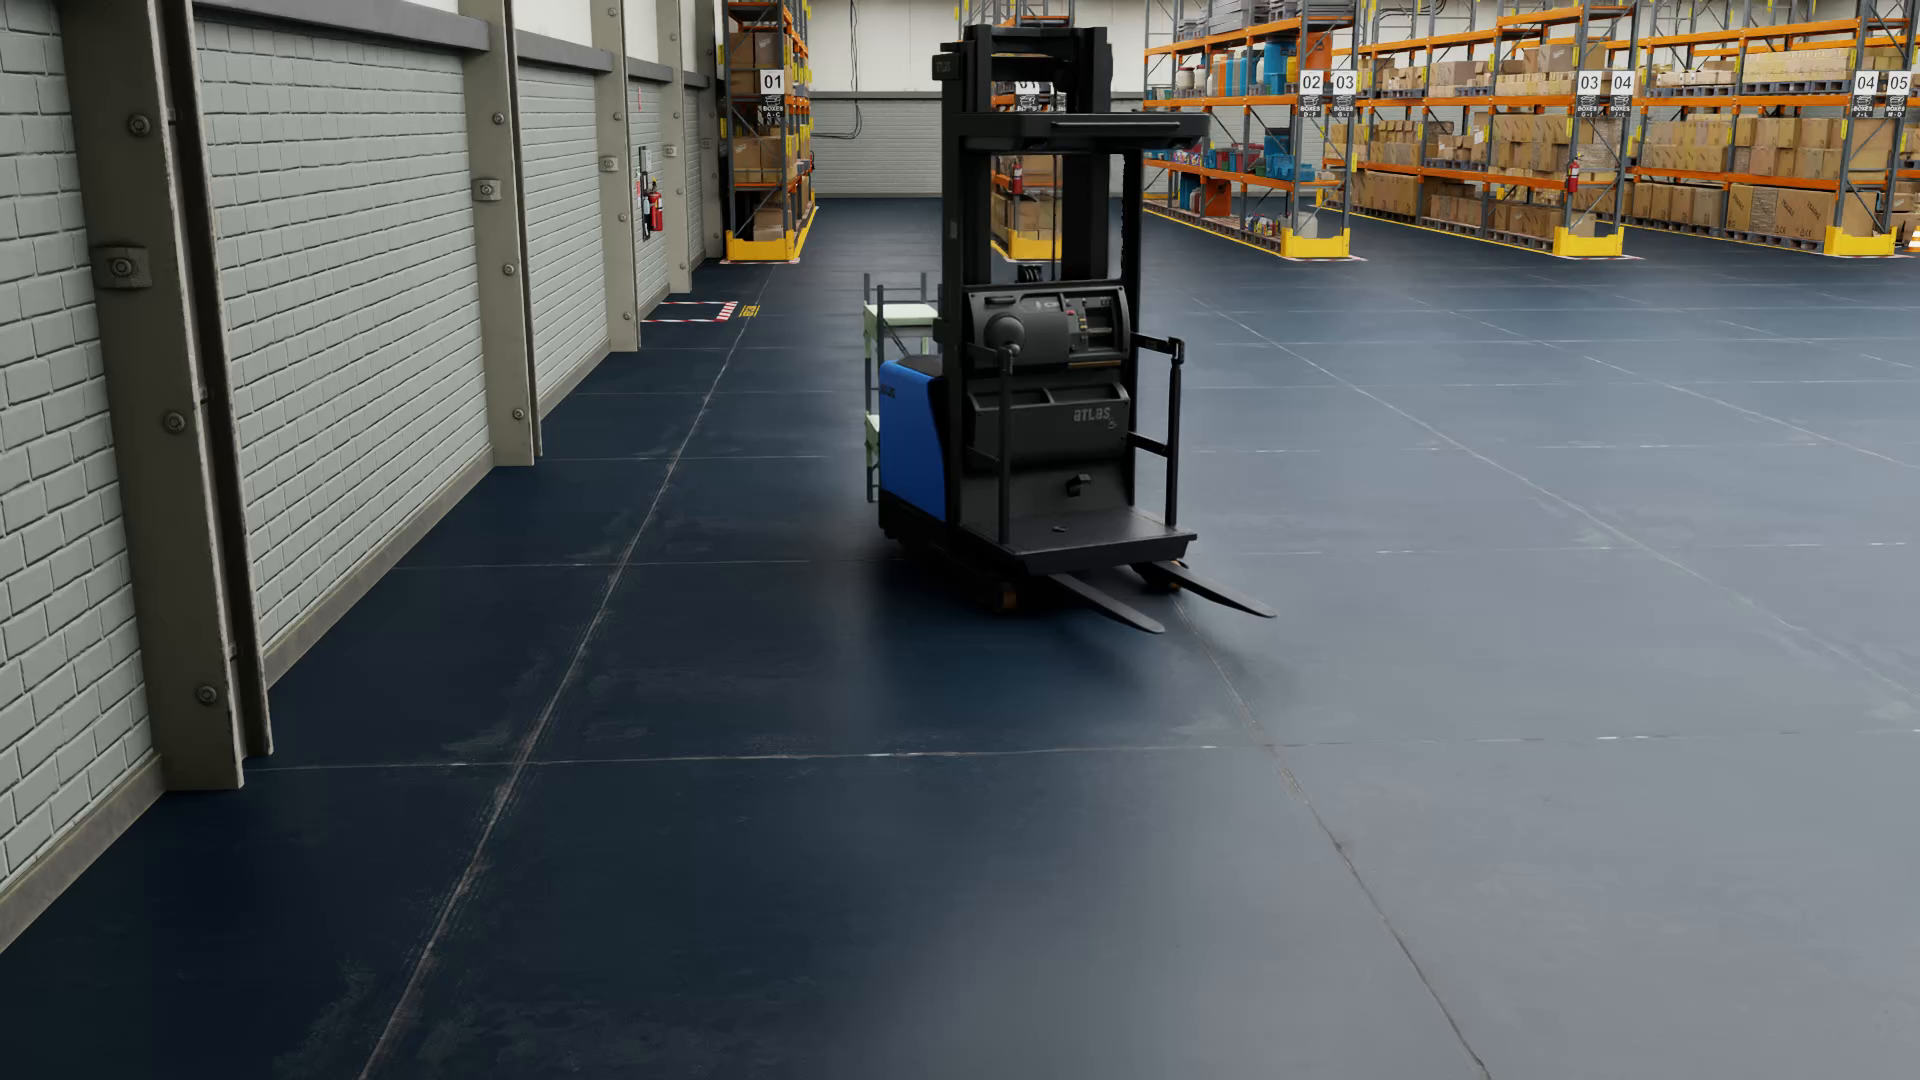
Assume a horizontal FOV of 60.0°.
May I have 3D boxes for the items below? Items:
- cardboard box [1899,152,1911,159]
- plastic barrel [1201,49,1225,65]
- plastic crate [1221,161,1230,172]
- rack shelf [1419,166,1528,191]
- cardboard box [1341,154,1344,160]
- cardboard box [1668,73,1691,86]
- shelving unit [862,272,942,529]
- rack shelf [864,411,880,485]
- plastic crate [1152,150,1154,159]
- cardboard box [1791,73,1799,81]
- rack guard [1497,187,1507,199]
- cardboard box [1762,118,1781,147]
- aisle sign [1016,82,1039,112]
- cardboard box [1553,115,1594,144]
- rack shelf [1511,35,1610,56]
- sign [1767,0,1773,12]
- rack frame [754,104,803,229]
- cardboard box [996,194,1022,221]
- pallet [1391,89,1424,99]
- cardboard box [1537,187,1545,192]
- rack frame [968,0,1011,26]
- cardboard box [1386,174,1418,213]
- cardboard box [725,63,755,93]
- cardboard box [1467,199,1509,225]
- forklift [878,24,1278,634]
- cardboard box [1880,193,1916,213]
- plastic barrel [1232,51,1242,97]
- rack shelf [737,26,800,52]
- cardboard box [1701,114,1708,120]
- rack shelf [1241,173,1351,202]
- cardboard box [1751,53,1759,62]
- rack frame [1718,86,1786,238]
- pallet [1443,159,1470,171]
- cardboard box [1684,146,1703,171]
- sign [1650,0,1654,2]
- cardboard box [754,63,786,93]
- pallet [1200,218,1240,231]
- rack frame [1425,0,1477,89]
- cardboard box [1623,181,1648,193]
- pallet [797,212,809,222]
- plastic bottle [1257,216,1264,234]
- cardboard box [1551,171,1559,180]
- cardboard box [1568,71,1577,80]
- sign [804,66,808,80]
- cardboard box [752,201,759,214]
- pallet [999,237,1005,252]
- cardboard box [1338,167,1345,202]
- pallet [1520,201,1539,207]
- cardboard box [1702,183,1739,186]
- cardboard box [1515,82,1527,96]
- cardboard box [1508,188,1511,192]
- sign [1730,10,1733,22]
[{"bbox_3d":[20.619,-8.326,36.029,0.380,0.149,0.250,0,14,-2],"label":"cardboard box"},{"bbox_3d":[5.908,-10.973,38.786,0.600,0.901,0.708,-1,14,-3],"label":"plastic barrel"},{"bbox_3d":[5.756,-7.833,34.875,0.450,0.188,0.662,-1,14,-3],"label":"plastic crate"},{"bbox_3d":[10.965,-7.732,35.503,1.077,0.370,4.000,-1,14,-3],"label":"rack shelf"},{"bbox_3d":[10.135,-9.970,43.261,0.380,0.149,0.250,-1,14,-5],"label":"cardboard box"},{"bbox_3d":[15.654,-9.953,35.929,0.500,0.250,0.500,0,14,-2],"label":"cardboard box"},{"bbox_3d":[-0.356,-0.898,10.507,0.431,1.500,0.755,-2,15,-9],"label":"shelving unit"},{"bbox_3d":[-0.356,-0.582,10.589,0.431,0.370,0.720,-2,15,-9],"label":"rack shelf"},{"bbox_3d":[5.170,-10.045,43.264,0.416,0.233,0.300,-1,14,-3],"label":"plastic crate"},{"bbox_3d":[15.841,-8.679,31.181,0.380,0.149,0.250,-1,14,-3],"label":"cardboard box"},{"bbox_3d":[15.307,-9.390,45.517,1.175,0.500,0.348,-1,14,-3],"label":"rack guard"},{"bbox_3d":[16.081,-7.867,32.113,0.875,0.550,0.550,-1,14,-3],"label":"cardboard box"},{"bbox_3d":[1.160,-7.675,28.617,0.394,0.787,0.004,-1,14,-3],"label":"aisle sign"},{"bbox_3d":[11.056,-7.398,29.956,0.500,0.500,0.500,-1,14,-3],"label":"cardboard box"},{"bbox_3d":[15.426,-12.677,42.688,1.077,0.370,4.000,-1,14,-3],"label":"rack shelf"},{"bbox_3d":[19.929,-13.158,40.914,0.100,0.325,0.005,-1,14,-3],"label":"sign"},{"bbox_3d":[-3.990,-8.349,36.454,1.000,3.000,0.127,-1,14,-3],"label":"rack frame"},{"bbox_3d":[0.957,-6.422,32.136,0.500,0.500,0.500,-1,14,-3],"label":"cardboard box"},{"bbox_3d":[10.676,-10.377,38.696,1.003,0.211,1.213,0,14,-1],"label":"pallet"},{"bbox_3d":[15.143,-9.076,42.966,0.380,0.149,0.250,-2,15,-6],"label":"cardboard box"},{"bbox_3d":[0.706,-12.326,39.874,1.000,3.000,0.127,-1,14,-3],"label":"rack frame"},{"bbox_3d":[10.772,-8.146,39.089,1.225,0.875,0.875,-1,14,-3],"label":"cardboard box"},{"bbox_3d":[-3.773,-7.970,28.721,0.500,0.500,0.500,0,14,1],"label":"cardboard box"},{"bbox_3d":[11.062,-6.858,34.793,0.700,0.500,0.500,-1,14,-4],"label":"cardboard box"},{"bbox_3d":[0.567,-1.163,8.665,1.130,2.935,3.031,-6,16,-23],"label":"forklift"},{"bbox_3d":[19.205,-6.857,34.156,0.500,0.500,0.500,-1,14,-3],"label":"cardboard box"},{"bbox_3d":[5.857,-9.488,33.857,0.600,0.901,0.600,0,14,0],"label":"plastic barrel"},{"bbox_3d":[-3.866,-10.215,33.913,1.077,0.370,4.000,-1,14,-3],"label":"rack shelf"},{"bbox_3d":[20.006,-11.279,44.335,0.380,0.149,0.250,-1,14,-5],"label":"cardboard box"},{"bbox_3d":[6.270,-6.661,31.339,1.077,0.370,4.000,-1,14,-3],"label":"rack shelf"},{"bbox_3d":[15.746,-9.444,32.554,0.380,0.149,0.250,-1,14,-4],"label":"cardboard box"},{"bbox_3d":[16.046,-7.635,33.680,1.000,3.000,0.127,-1,14,-3],"label":"rack frame"},{"bbox_3d":[11.005,-7.993,35.459,1.003,0.211,1.213,-1,14,-3],"label":"pallet"},{"bbox_3d":[15.684,-8.060,35.132,0.500,0.500,0.500,-1,14,-3],"label":"cardboard box"},{"bbox_3d":[15.257,-12.015,36.630,0.100,0.325,0.005,-1,14,-3],"label":"sign"},{"bbox_3d":[-3.266,-7.957,28.671,0.500,0.500,0.500,-1,14,-2],"label":"cardboard box"},{"bbox_3d":[5.907,-6.958,36.645,1.003,0.211,1.213,-1,14,-3],"label":"pallet"},{"bbox_3d":[10.841,-11.483,36.599,1.000,3.000,0.127,-1,14,-3],"label":"rack frame"},{"bbox_3d":[15.494,-8.152,38.357,0.500,0.250,0.500,-1,14,-5],"label":"cardboard box"},{"bbox_3d":[-4.036,-7.498,38.745,1.003,0.211,1.213,-1,14,-3],"label":"pallet"},{"bbox_3d":[5.820,-6.077,32.059,0.144,0.351,0.185,-1,14,-4],"label":"plastic bottle"},{"bbox_3d":[11.032,-6.658,30.388,0.380,0.149,0.250,-1,14,-3],"label":"cardboard box"},{"bbox_3d":[11.008,-8.226,29.458,0.380,0.149,0.250,-1,14,-3],"label":"cardboard box"},{"bbox_3d":[-3.697,-11.210,39.885,0.100,0.325,0.005,-1,14,-3],"label":"sign"},{"bbox_3d":[-3.887,-6.667,34.052,0.700,0.500,0.500,-1,14,-5],"label":"cardboard box"},{"bbox_3d":[1.288,-5.578,31.283,1.003,0.211,1.213,-1,14,-3],"label":"pallet"},{"bbox_3d":[10.522,-9.358,43.798,0.875,0.875,0.875,-1,14,-3],"label":"cardboard box"},{"bbox_3d":[15.395,-8.744,43.589,1.003,0.211,1.213,-1,14,-3],"label":"pallet"},{"bbox_3d":[20.442,-9.293,44.424,0.875,0.438,0.875,0,14,-2],"label":"cardboard box"},{"bbox_3d":[10.919,-8.592,31.682,0.500,0.250,0.500,-1,15,-6],"label":"cardboard box"},{"bbox_3d":[15.079,-9.452,45.023,0.380,0.149,0.250,0,14,-1],"label":"cardboard box"},{"bbox_3d":[20.779,-14.122,44.818,0.100,0.325,0.005,-1,14,-3],"label":"sign"}]
